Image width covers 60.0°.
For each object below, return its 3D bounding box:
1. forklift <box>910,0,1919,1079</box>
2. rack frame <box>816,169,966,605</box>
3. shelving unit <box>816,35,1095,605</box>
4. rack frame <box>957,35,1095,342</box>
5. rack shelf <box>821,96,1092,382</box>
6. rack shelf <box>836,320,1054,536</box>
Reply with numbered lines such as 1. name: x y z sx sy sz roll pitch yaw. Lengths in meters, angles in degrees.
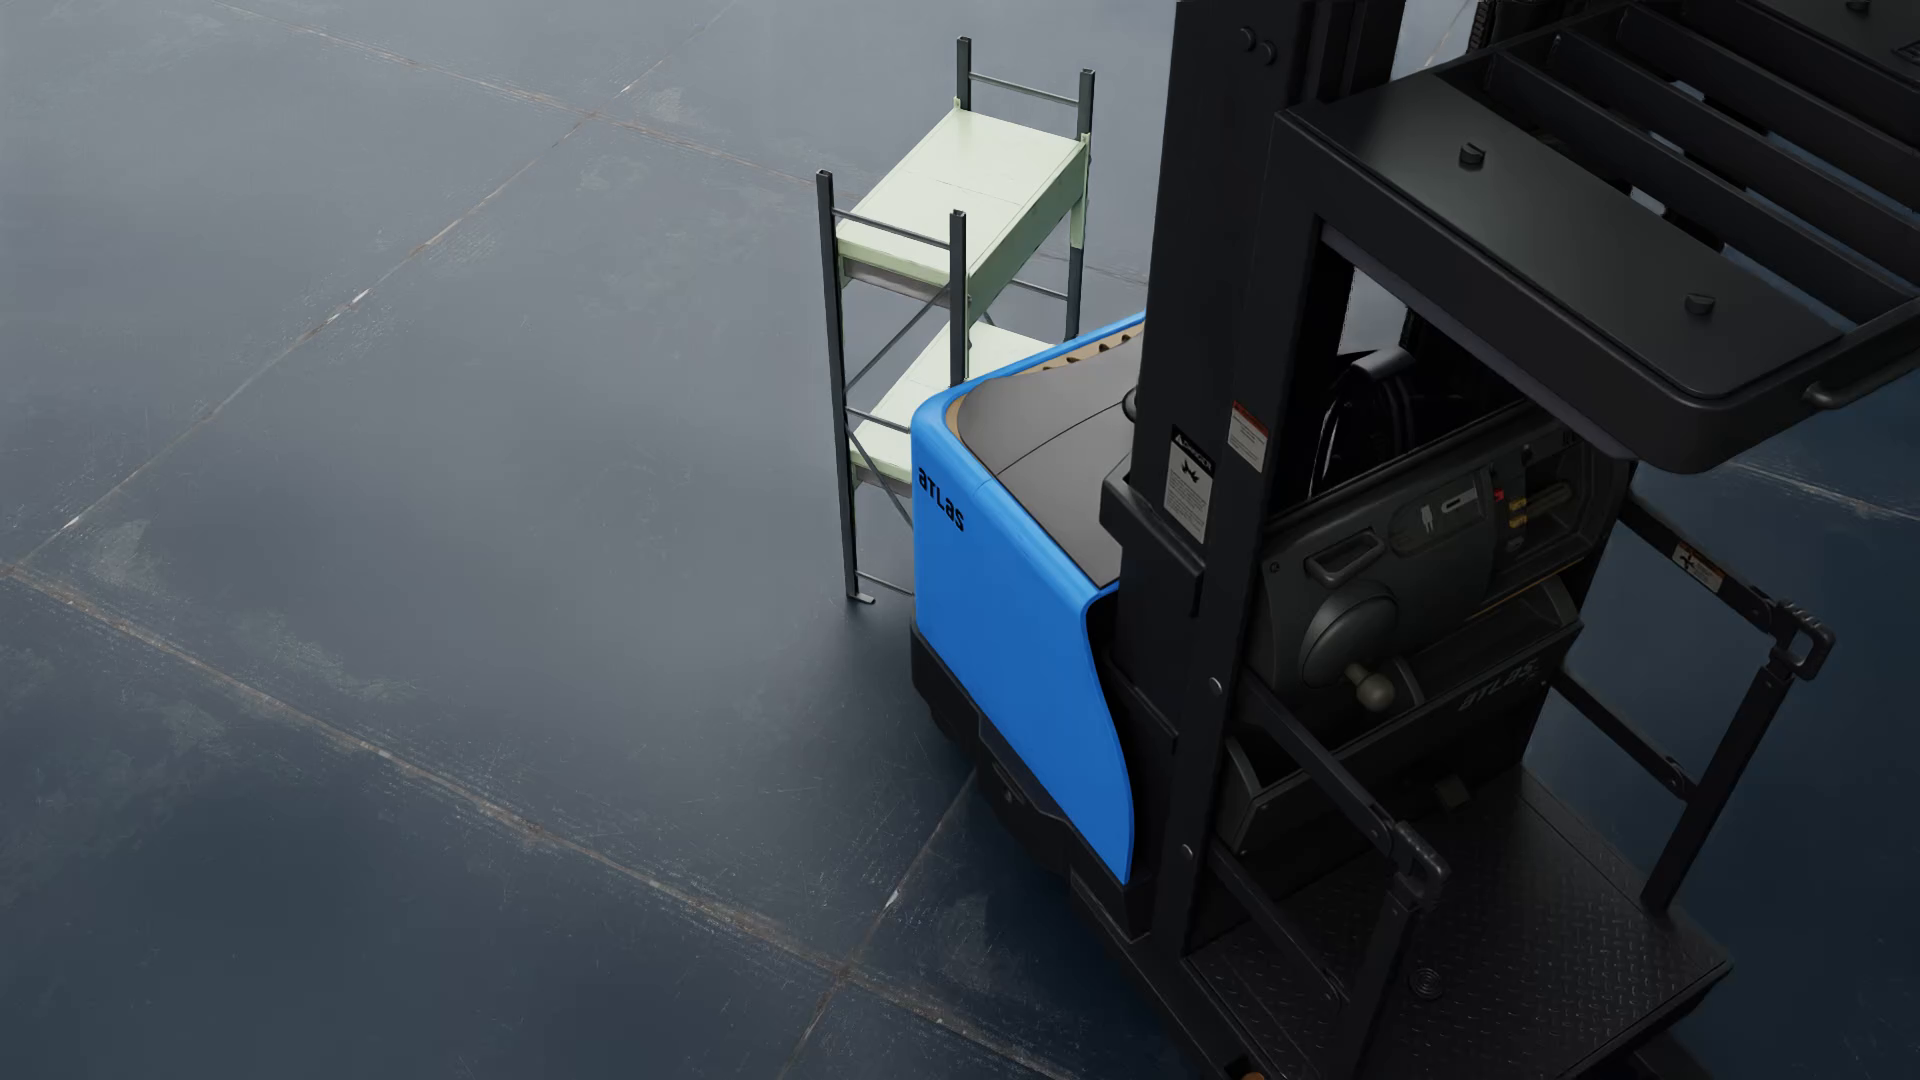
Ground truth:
1. forklift: 1.066 0.101 3.090 1.130 2.935 3.031 -24 50 -22
2. rack frame: -0.167 -0.301 4.493 0.400 1.500 0.023 20 49 19
3. shelving unit: 0.003 -0.531 4.721 0.431 1.500 0.755 20 49 19
4. rack frame: 0.173 -0.762 4.949 0.400 1.500 0.023 20 49 19
5. rack shelf: 0.003 -0.806 4.443 0.431 0.370 0.720 20 49 19
6. rack shelf: 0.003 -0.302 4.953 0.431 0.370 0.720 20 49 19
